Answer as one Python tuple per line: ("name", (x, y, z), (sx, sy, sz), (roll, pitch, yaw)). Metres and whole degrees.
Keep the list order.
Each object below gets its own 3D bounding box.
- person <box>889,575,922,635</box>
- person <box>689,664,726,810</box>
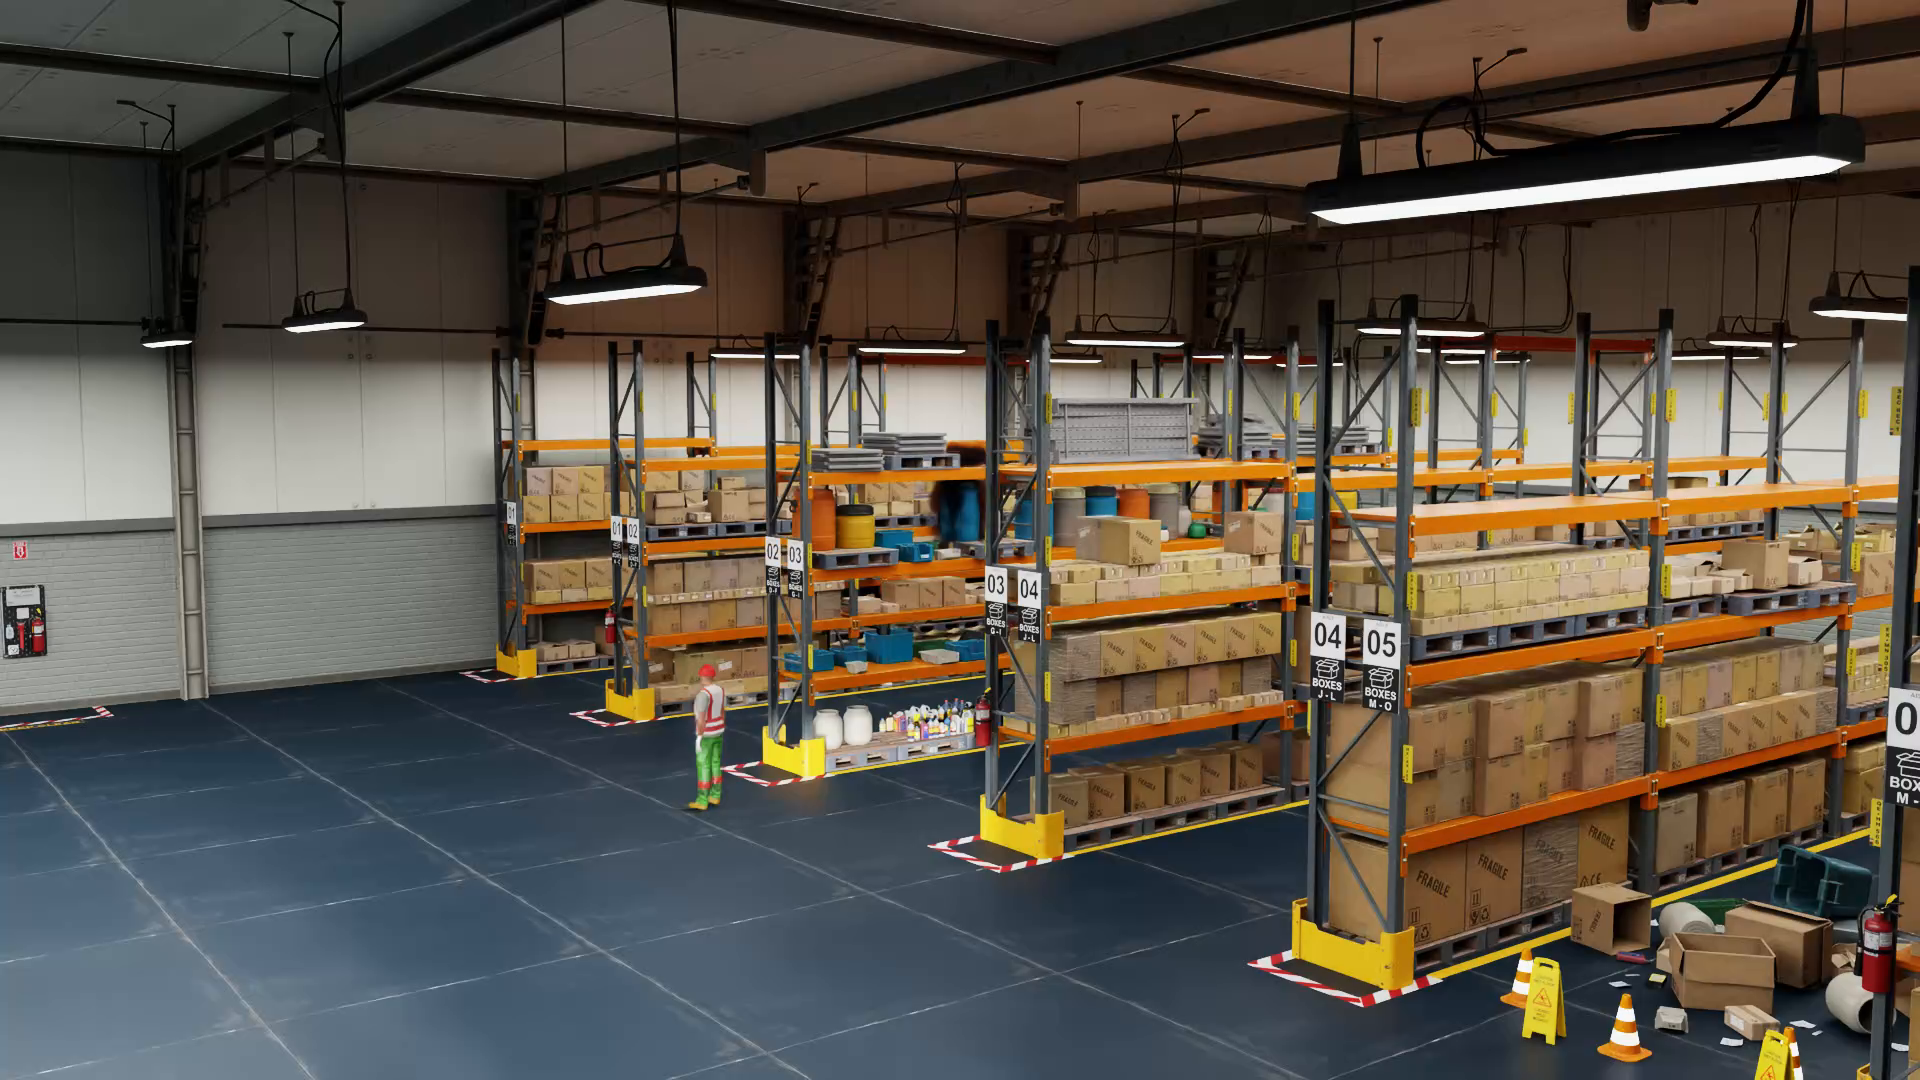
("person", (-1.163, 1.359, 33.897), (0.974, 1.638, 0.603), (-4, 6, -38))
("person", (-3.171, 2.438, 20.788), (0.426, 1.791, 0.597), (2, 5, 22))
